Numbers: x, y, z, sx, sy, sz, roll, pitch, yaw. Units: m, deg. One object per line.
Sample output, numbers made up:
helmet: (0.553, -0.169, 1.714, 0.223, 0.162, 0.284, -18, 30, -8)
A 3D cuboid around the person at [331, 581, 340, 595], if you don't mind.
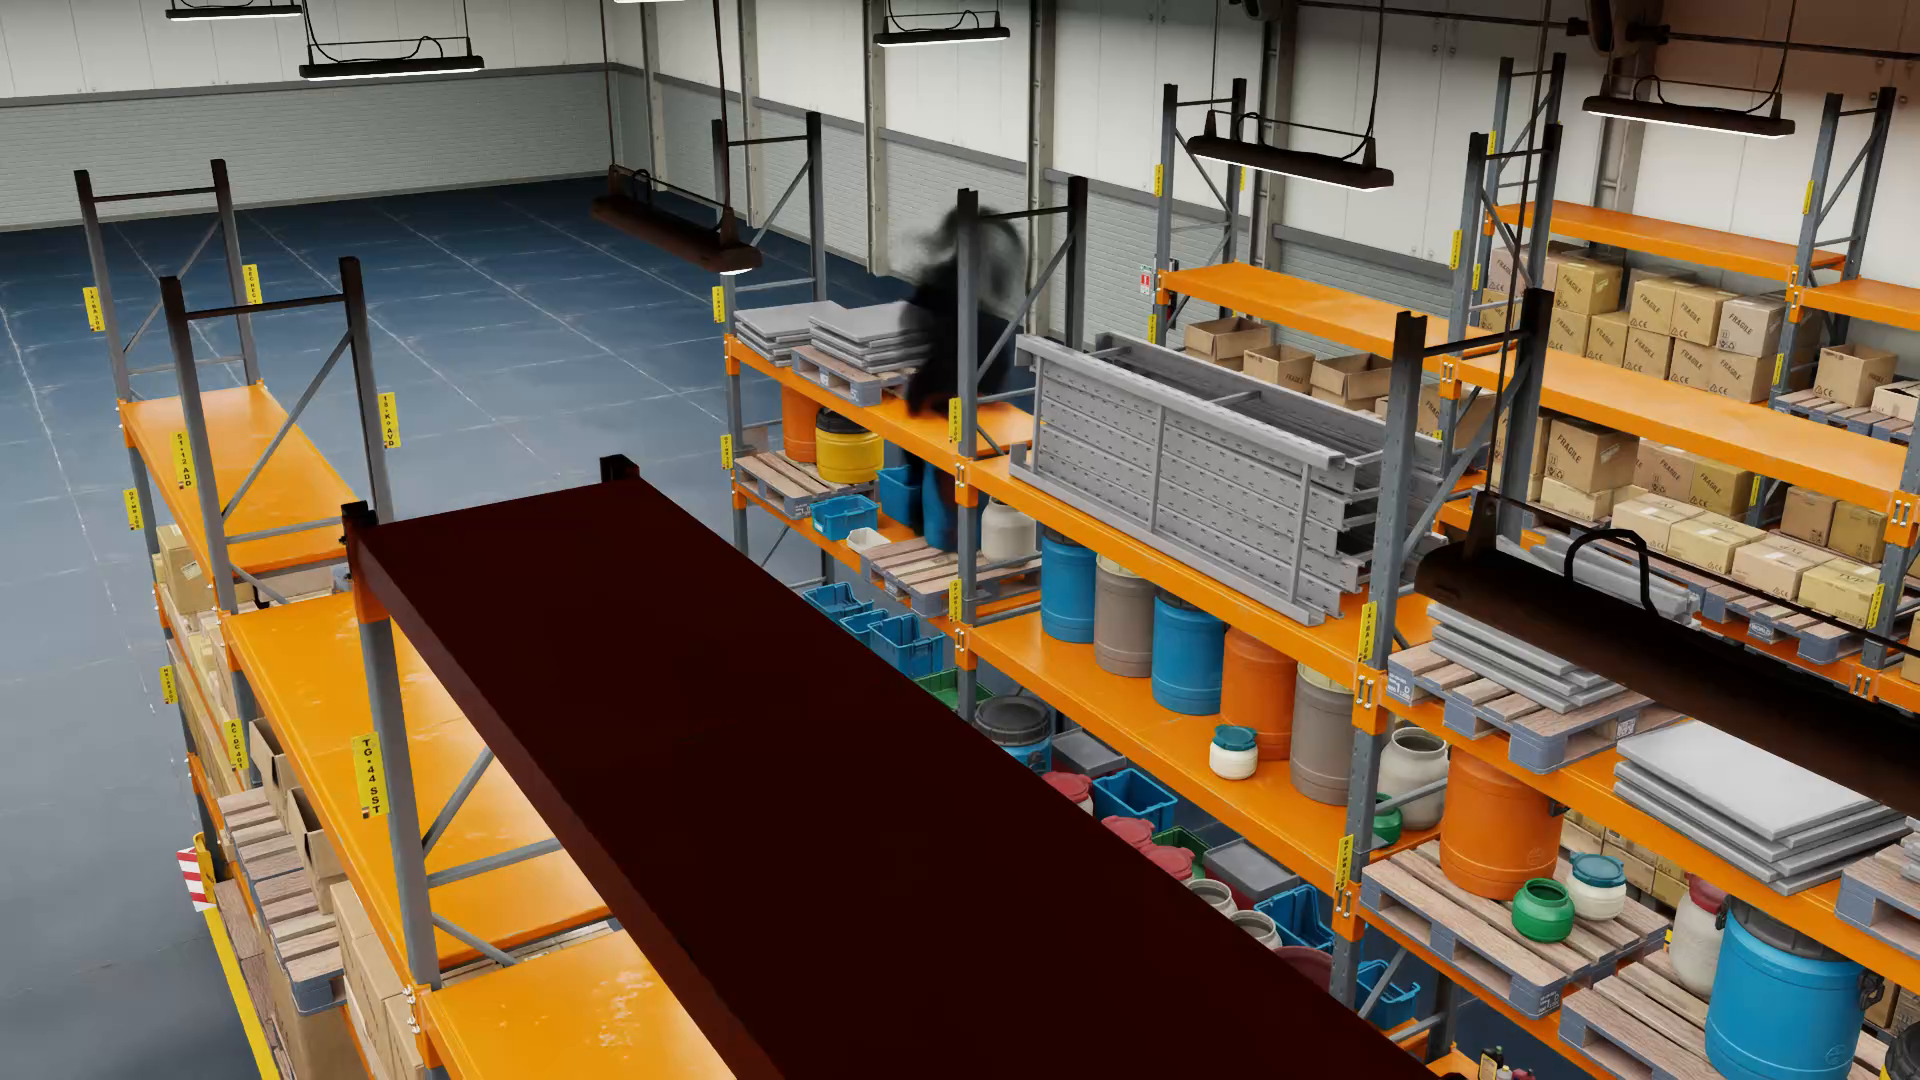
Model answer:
person: (-6.229, 1.045, 16.624, 1.072, 1.735, 0.752, 6, 23, 15)
